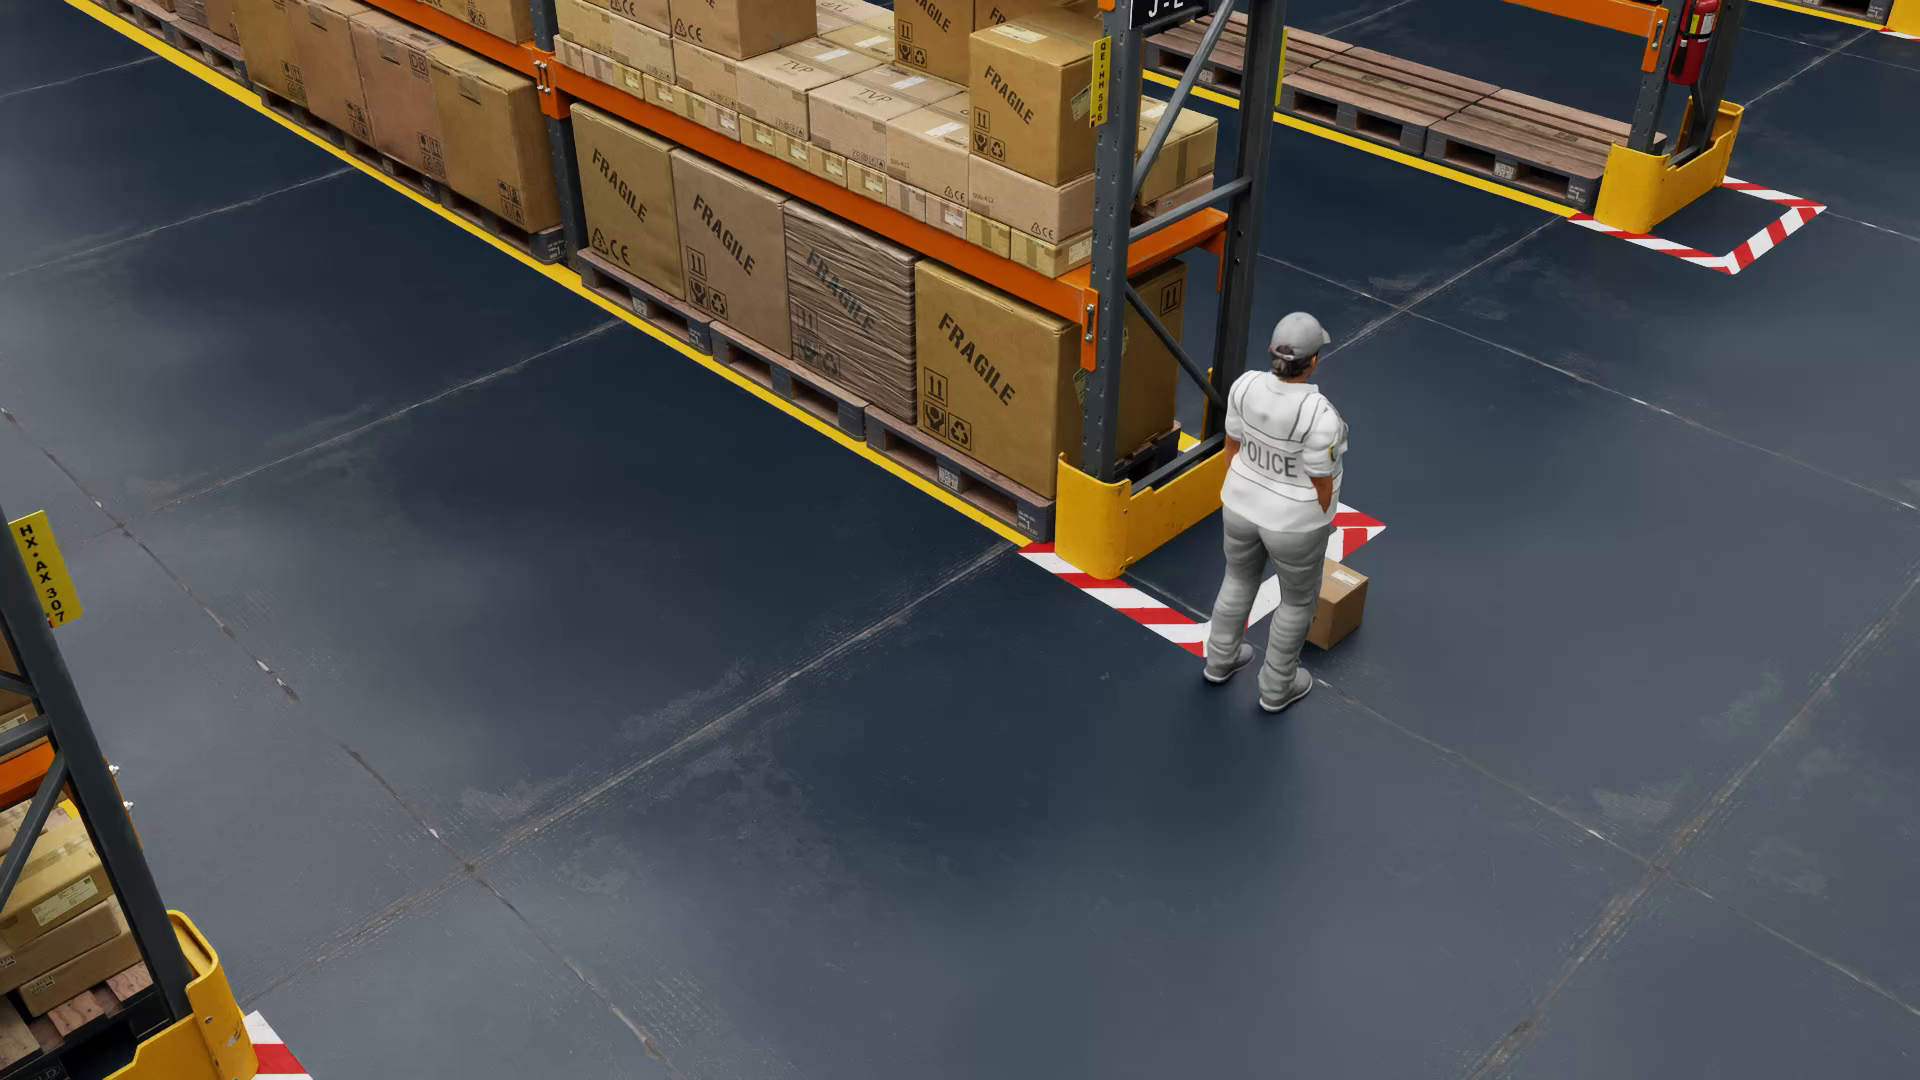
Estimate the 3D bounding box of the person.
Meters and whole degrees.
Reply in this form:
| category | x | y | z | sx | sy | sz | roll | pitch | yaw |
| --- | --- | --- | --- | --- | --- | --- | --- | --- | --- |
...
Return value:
| category | x | y | z | sx | sy | sz | roll | pitch | yaw |
| --- | --- | --- | --- | --- | --- | --- | --- | --- | --- |
| person | 1.196 | -0.107 | 6.309 | 0.470 | 1.665 | 0.390 | 29 | 45 | 34 |
